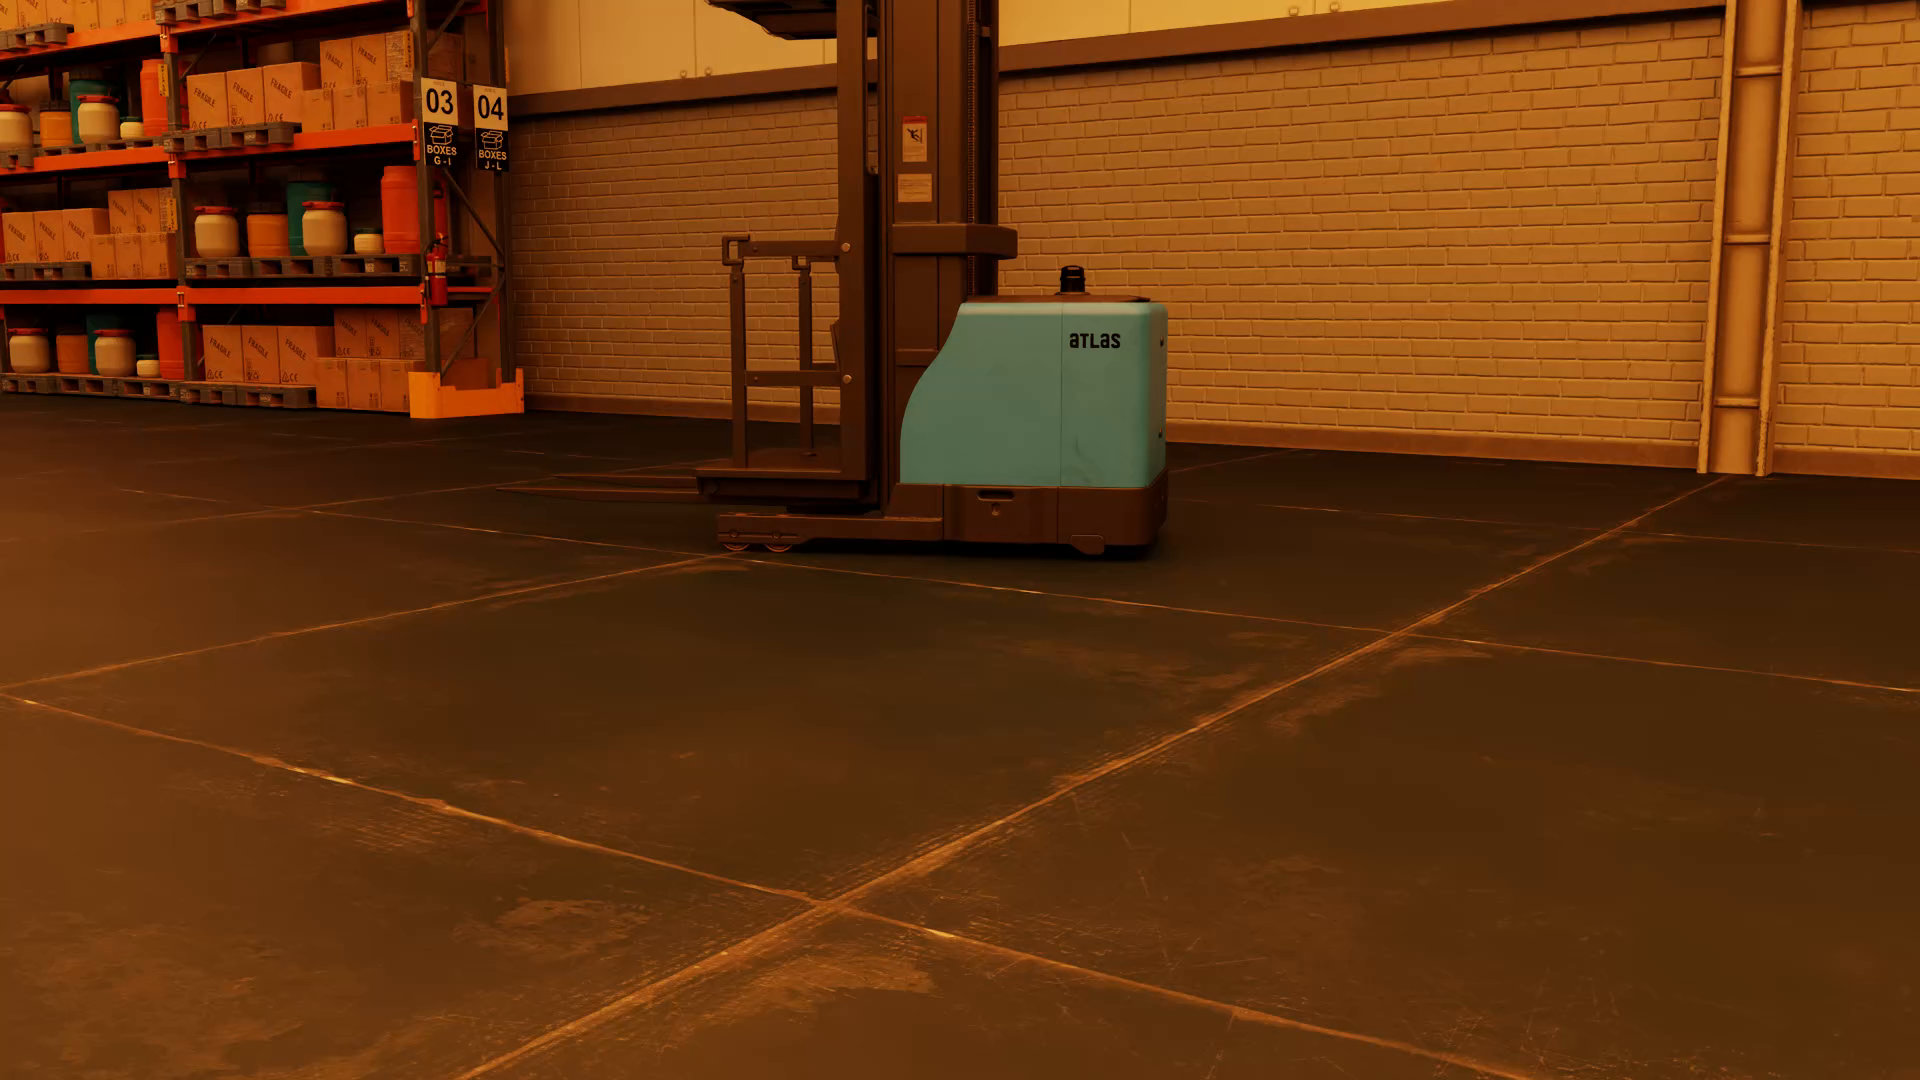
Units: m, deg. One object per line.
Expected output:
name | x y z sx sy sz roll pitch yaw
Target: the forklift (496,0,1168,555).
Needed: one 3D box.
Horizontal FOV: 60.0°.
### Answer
forklift | -0.596 -1.469 7.520 3.031 2.935 1.130 2 8 12
